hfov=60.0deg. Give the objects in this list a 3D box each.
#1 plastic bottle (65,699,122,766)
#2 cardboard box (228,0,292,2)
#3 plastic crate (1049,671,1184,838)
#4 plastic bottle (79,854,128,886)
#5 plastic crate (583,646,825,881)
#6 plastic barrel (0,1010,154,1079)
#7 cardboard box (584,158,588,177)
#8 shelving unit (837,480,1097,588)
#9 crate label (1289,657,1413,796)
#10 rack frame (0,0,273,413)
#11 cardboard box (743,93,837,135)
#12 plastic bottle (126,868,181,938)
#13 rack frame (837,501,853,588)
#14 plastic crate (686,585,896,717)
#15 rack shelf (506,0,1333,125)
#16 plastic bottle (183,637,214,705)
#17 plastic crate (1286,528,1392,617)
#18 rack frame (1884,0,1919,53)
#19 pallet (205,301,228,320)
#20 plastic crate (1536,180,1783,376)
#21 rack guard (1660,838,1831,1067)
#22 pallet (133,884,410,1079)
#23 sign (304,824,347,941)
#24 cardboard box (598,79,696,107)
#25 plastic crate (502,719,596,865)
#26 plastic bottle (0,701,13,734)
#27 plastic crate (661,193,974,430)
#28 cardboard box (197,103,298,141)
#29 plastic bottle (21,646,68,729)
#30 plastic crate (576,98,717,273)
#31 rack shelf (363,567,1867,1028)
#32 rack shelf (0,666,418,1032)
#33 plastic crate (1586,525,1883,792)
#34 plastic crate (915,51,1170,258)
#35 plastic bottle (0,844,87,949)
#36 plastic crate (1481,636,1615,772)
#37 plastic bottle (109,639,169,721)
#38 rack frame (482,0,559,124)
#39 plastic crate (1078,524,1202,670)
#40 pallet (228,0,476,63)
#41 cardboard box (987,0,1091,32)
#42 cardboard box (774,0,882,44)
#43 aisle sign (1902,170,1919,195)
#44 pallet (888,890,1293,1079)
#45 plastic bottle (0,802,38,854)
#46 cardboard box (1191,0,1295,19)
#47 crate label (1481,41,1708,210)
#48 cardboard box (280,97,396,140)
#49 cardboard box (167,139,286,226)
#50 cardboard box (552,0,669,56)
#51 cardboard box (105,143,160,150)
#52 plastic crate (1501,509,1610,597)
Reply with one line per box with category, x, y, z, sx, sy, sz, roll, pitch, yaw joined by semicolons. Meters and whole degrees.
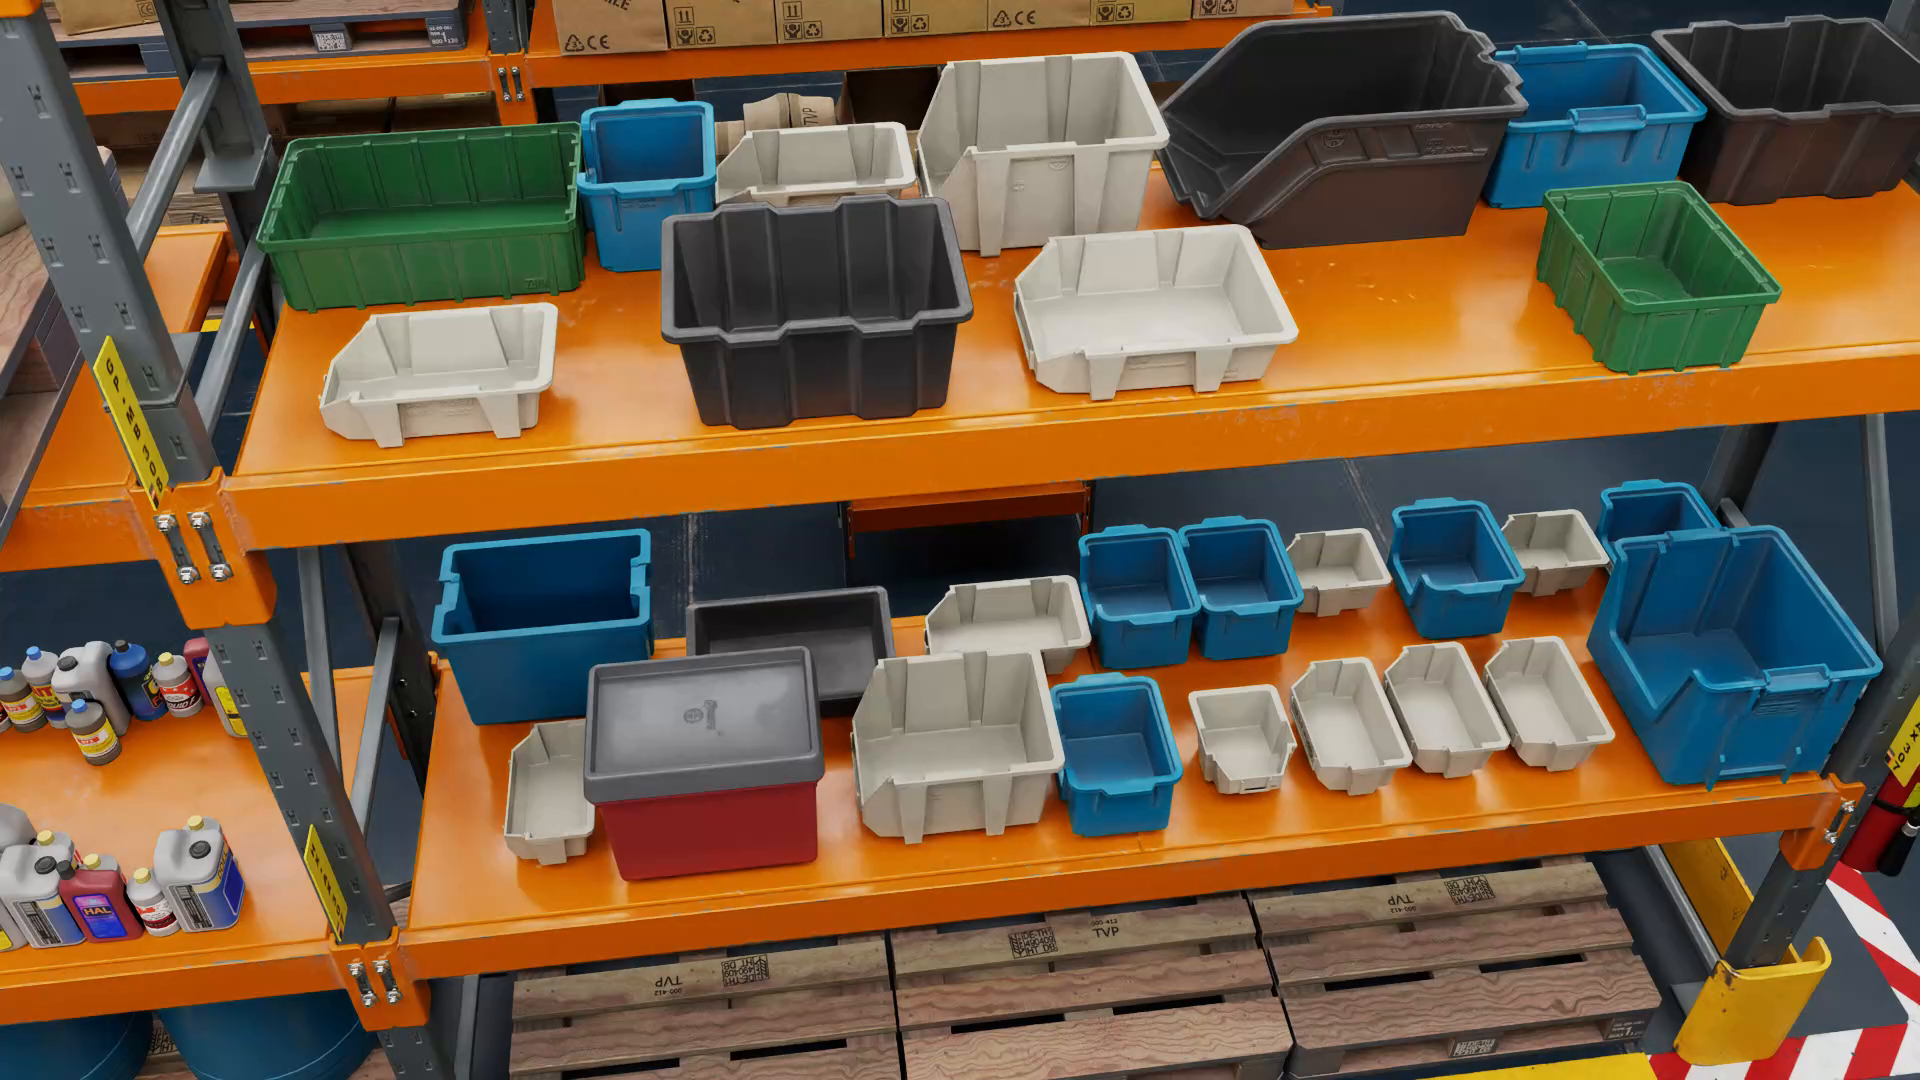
plastic bottle;-2.395;0.519;4.583;0.097;0.201;0.097;0;42;0
cardboard box;-3.369;-2.943;7.885;0.500;0.500;0.700;1;42;1
plastic crate;0.405;0.587;4.440;0.300;0.233;0.416;-5;42;-6
plastic bottle;-2.159;0.867;4.197;0.097;0.201;0.097;0;42;0
plastic crate;-0.640;0.588;4.266;0.583;0.464;0.402;-5;42;-6
plastic barrel;-2.802;1.266;4.860;0.708;0.901;0.600;-5;42;-6
cardboard box;-1.752;-1.802;8.688;0.500;0.311;0.500;-5;42;-6
shelving unit;0.007;-0.418;6.874;1.048;1.125;0.538;-5;42;-6
crate label;1.061;0.521;4.585;0.243;0.136;0.396;-5;42;-6
rack frame;-1.558;-1.682;2.396;0.127;3.000;1.000;-5;42;-6
cardboard box;-0.925;-2.213;9.142;0.500;0.311;0.500;-5;42;-6
plastic bottle;-2.019;0.896;4.165;0.097;0.201;0.097;0;42;0
rack frame;-0.497;-0.374;6.825;0.032;1.125;0.500;-5;42;-6
plastic crate;-0.483;0.350;4.783;0.590;0.125;0.437;-5;42;-6
rack shelf;-0.214;-2.651;8.487;4.000;0.370;1.077;-5;42;-6
plastic bottle;-2.109;0.349;4.711;0.133;0.283;0.061;-5;42;-6
plastic crate;1.119;0.108;5.043;0.298;0.136;0.250;-5;42;-6
rack frame;2.408;-2.030;2.782;0.127;3.000;1.000;-5;42;-6
pallet;-4.211;-1.505;8.761;1.213;0.211;1.003;-5;42;-6
plastic crate;1.467;-0.562;3.552;0.336;0.188;0.450;-5;42;-6
rack guard;2.430;1.115;5.640;0.348;0.500;1.175;-5;42;-6
pallet;-2.329;1.620;5.296;1.213;0.211;1.003;-5;42;-6
sign;-1.489;0.808;3.908;0.005;0.325;0.100;-5;42;-6
cardboard box;-1.669;-2.218;9.007;0.500;0.500;0.500;-5;42;-6
plastic crate;-1.078;0.675;4.414;0.243;0.136;0.396;-5;42;-6
plastic bottle;-2.741;0.447;4.663;0.097;0.201;0.097;0;42;0
plastic crate;-0.291;-0.446;3.363;0.590;0.269;0.497;-5;42;-6
cardboard box;-3.700;-2.291;8.529;0.500;0.250;0.500;-5;42;-5
plastic bottle;-2.548;0.404;4.659;0.097;0.271;0.097;0;42;0
plastic crate;-0.697;-0.797;3.780;0.300;0.233;0.416;-5;42;-6
rack shelf;0.425;0.639;4.839;4.000;0.370;1.077;-5;42;-6
rack shelf;-3.541;0.986;4.454;4.000;0.370;1.077;-5;42;-6
plastic crate;2.100;0.316;4.589;0.499;0.435;0.616;-5;42;-6
plastic crate;0.170;-0.884;3.840;0.530;0.282;0.437;-5;42;-6
plastic bottle;-2.269;0.872;4.136;0.135;0.276;0.152;-5;42;-6
plastic crate;1.623;0.465;4.647;0.243;0.136;0.396;-5;42;-6
plastic bottle;-2.318;0.384;4.681;0.097;0.271;0.097;0;42;0
rack frame;-2.197;-2.745;8.053;0.127;3.000;1.000;-5;42;-6
plastic crate;0.517;0.181;4.890;0.300;0.233;0.416;-5;42;-6
pallet;-3.003;-2.676;8.121;1.213;0.211;1.003;-5;42;-6
cardboard box;0.351;-2.822;8.065;0.500;0.500;0.500;-5;42;-5
cardboard box;-0.652;-2.734;7.966;0.500;0.500;0.500;-5;42;-6
aisle sign;2.441;-0.971;4.146;0.004;0.787;0.394;-5;42;-6
pallet;0.378;1.383;5.559;1.213;0.211;1.003;-5;42;-6
plastic bottle;-2.446;0.765;4.199;0.185;0.351;0.144;-5;42;-6
cardboard box;1.361;-2.909;8.161;0.500;0.500;0.500;-4;42;-4
crate label;1.451;-0.995;3.985;0.502;0.251;0.408;-5;42;-6
cardboard box;-3.235;-2.046;8.816;0.500;0.500;0.500;-4;42;-5
cardboard box;-3.637;-1.666;8.395;0.500;0.500;0.500;-5;42;-5
cardboard box;-1.656;-2.645;7.868;0.500;0.500;0.500;-4;42;-4
cardboard box;-4.233;-1.964;8.726;0.500;0.500;0.500;-6;42;-7
plastic crate;1.792;0.049;5.108;0.298;0.136;0.250;-5;42;-6
